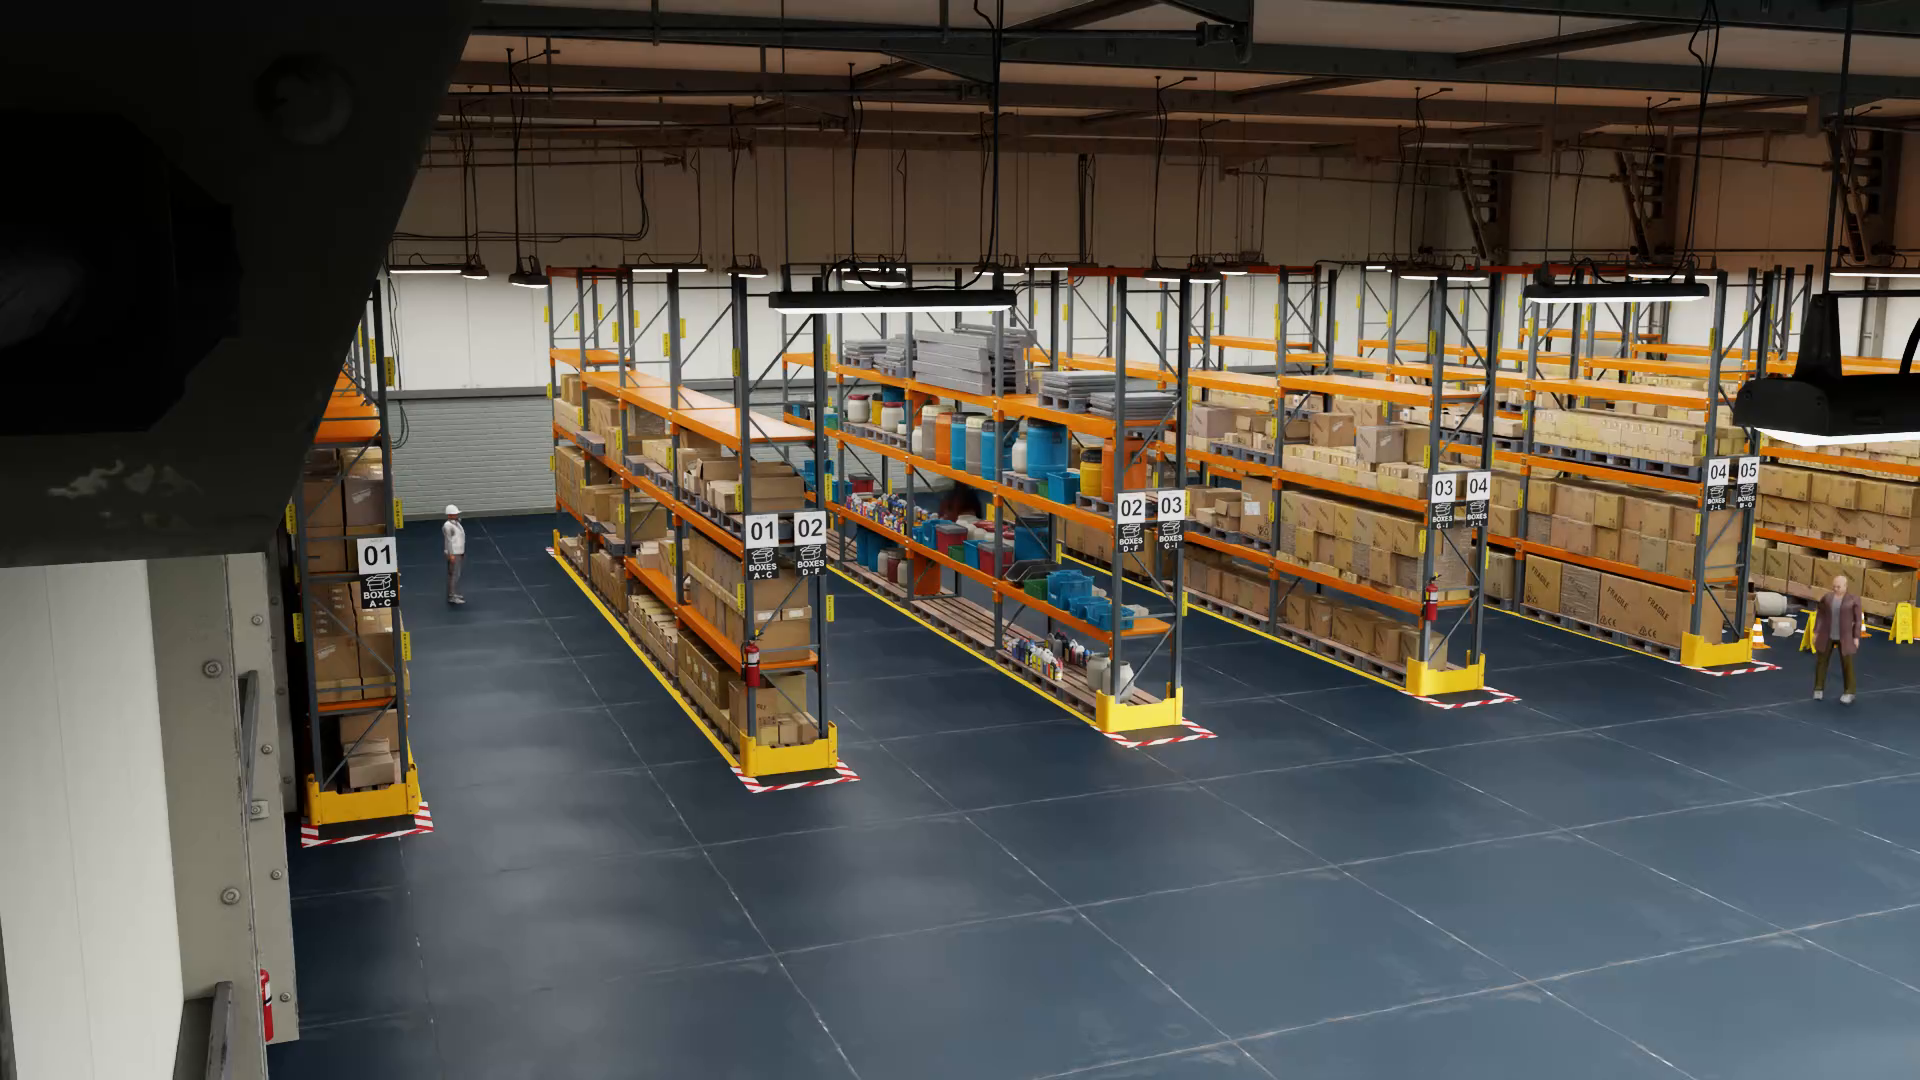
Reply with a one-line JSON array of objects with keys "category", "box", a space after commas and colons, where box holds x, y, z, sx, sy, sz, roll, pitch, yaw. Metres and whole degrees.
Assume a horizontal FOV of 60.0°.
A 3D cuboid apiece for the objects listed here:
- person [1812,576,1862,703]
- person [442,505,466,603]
[{"category": "person", "box": [12.386, 1.386, 23.534, 0.631, 1.775, 0.455, 7, 12, 35]}, {"category": "person", "box": [-9.173, 0.253, 30.184, 0.398, 1.807, 0.550, -3, 10, -16]}]
